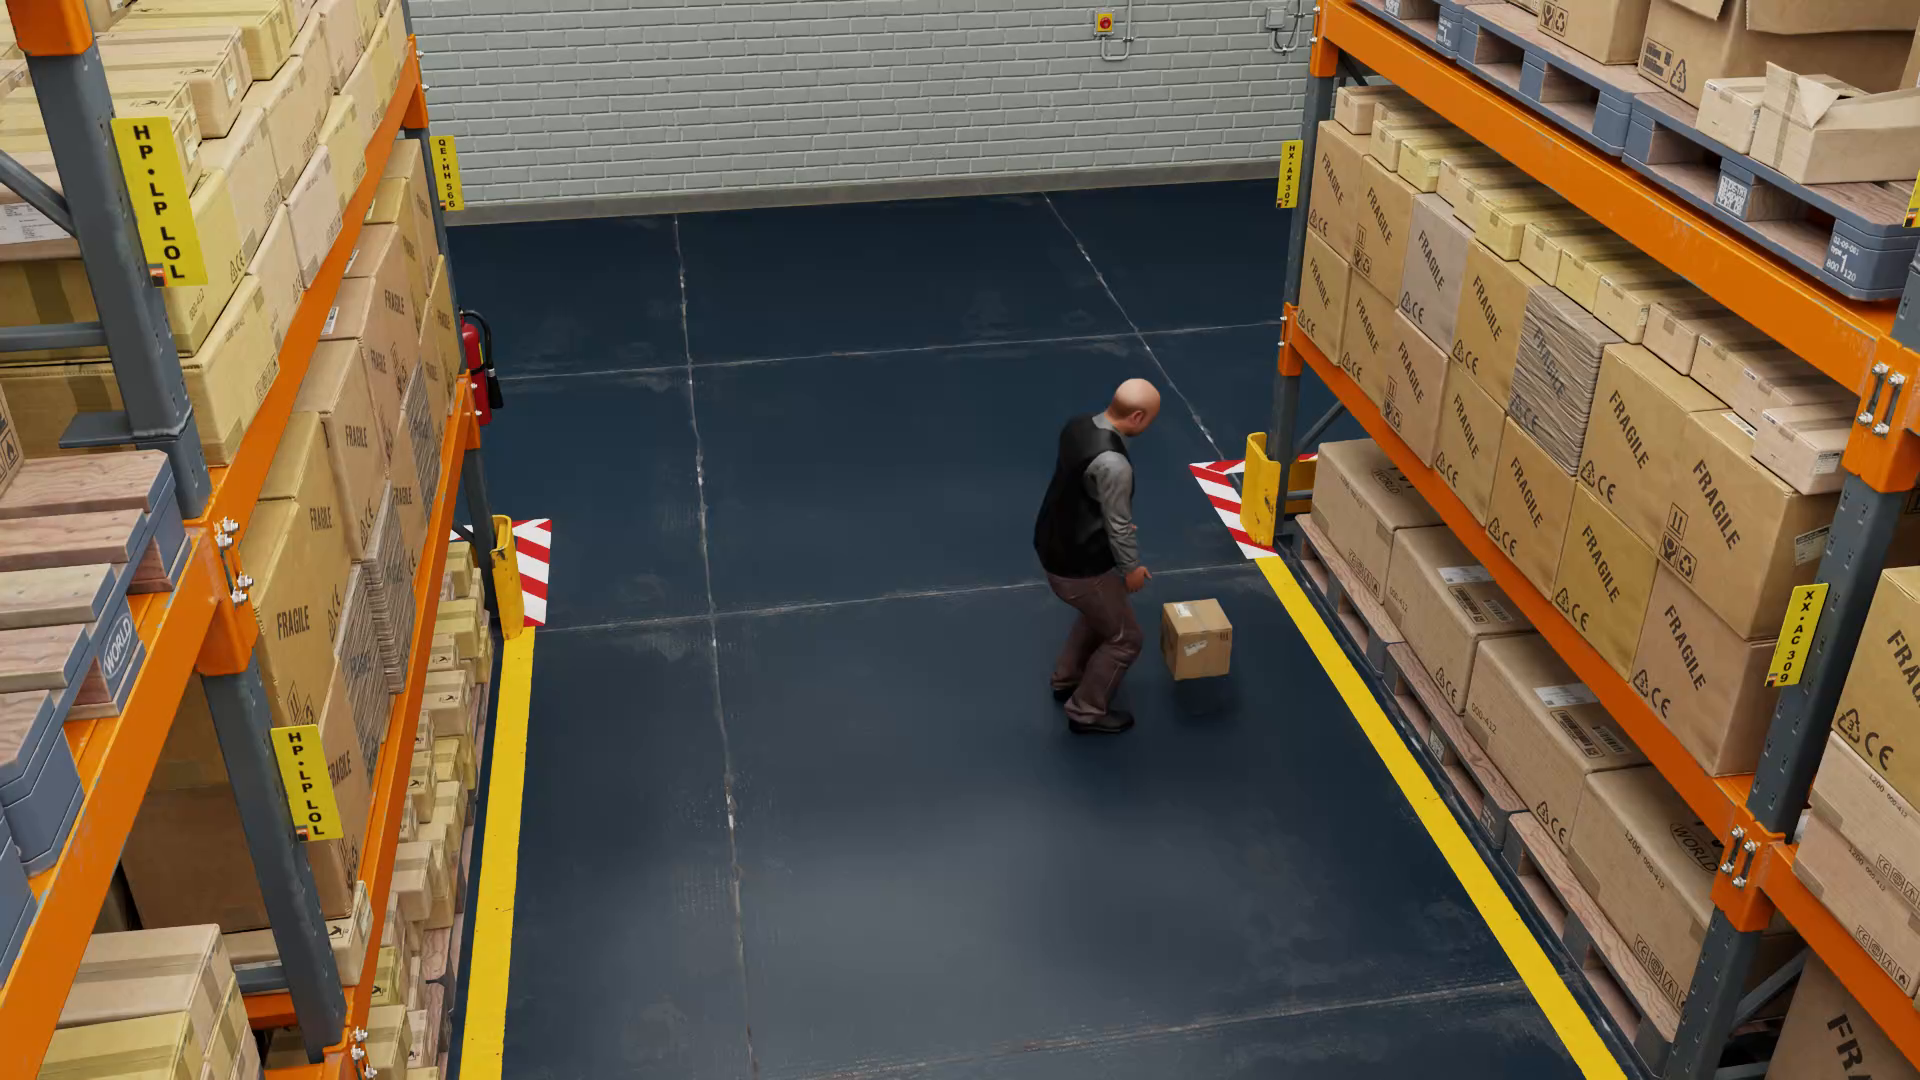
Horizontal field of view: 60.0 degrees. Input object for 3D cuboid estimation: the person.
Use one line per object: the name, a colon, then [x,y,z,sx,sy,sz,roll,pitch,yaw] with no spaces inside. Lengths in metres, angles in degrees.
person: [0.575,0.059,7.169,0.509,1.617,0.574,-5,31,-8]
